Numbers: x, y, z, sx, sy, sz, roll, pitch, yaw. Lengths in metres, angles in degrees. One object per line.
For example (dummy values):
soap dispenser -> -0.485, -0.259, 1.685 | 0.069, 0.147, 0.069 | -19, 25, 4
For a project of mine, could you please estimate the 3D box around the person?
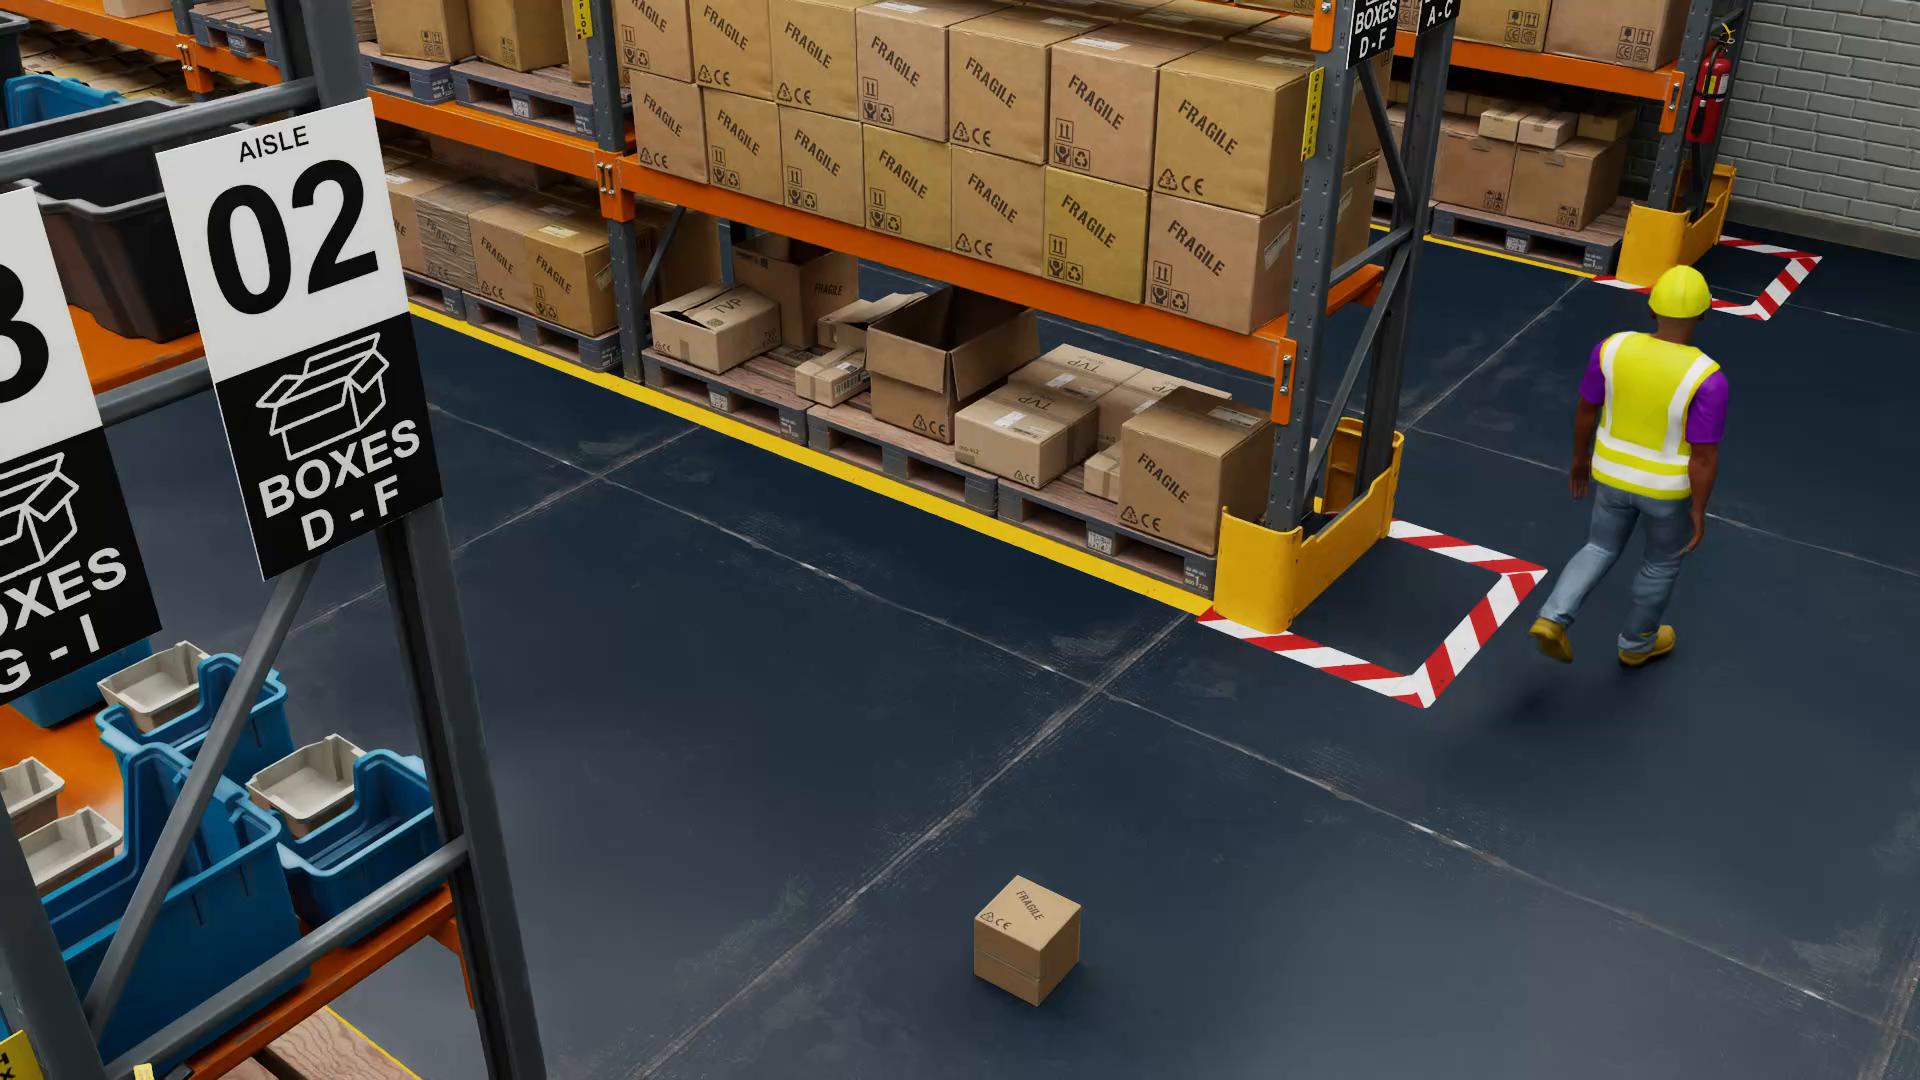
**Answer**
person -> -5.162, -1.751, 9.040 | 8.535, 1.745, 15.404 | -24, 38, -35
